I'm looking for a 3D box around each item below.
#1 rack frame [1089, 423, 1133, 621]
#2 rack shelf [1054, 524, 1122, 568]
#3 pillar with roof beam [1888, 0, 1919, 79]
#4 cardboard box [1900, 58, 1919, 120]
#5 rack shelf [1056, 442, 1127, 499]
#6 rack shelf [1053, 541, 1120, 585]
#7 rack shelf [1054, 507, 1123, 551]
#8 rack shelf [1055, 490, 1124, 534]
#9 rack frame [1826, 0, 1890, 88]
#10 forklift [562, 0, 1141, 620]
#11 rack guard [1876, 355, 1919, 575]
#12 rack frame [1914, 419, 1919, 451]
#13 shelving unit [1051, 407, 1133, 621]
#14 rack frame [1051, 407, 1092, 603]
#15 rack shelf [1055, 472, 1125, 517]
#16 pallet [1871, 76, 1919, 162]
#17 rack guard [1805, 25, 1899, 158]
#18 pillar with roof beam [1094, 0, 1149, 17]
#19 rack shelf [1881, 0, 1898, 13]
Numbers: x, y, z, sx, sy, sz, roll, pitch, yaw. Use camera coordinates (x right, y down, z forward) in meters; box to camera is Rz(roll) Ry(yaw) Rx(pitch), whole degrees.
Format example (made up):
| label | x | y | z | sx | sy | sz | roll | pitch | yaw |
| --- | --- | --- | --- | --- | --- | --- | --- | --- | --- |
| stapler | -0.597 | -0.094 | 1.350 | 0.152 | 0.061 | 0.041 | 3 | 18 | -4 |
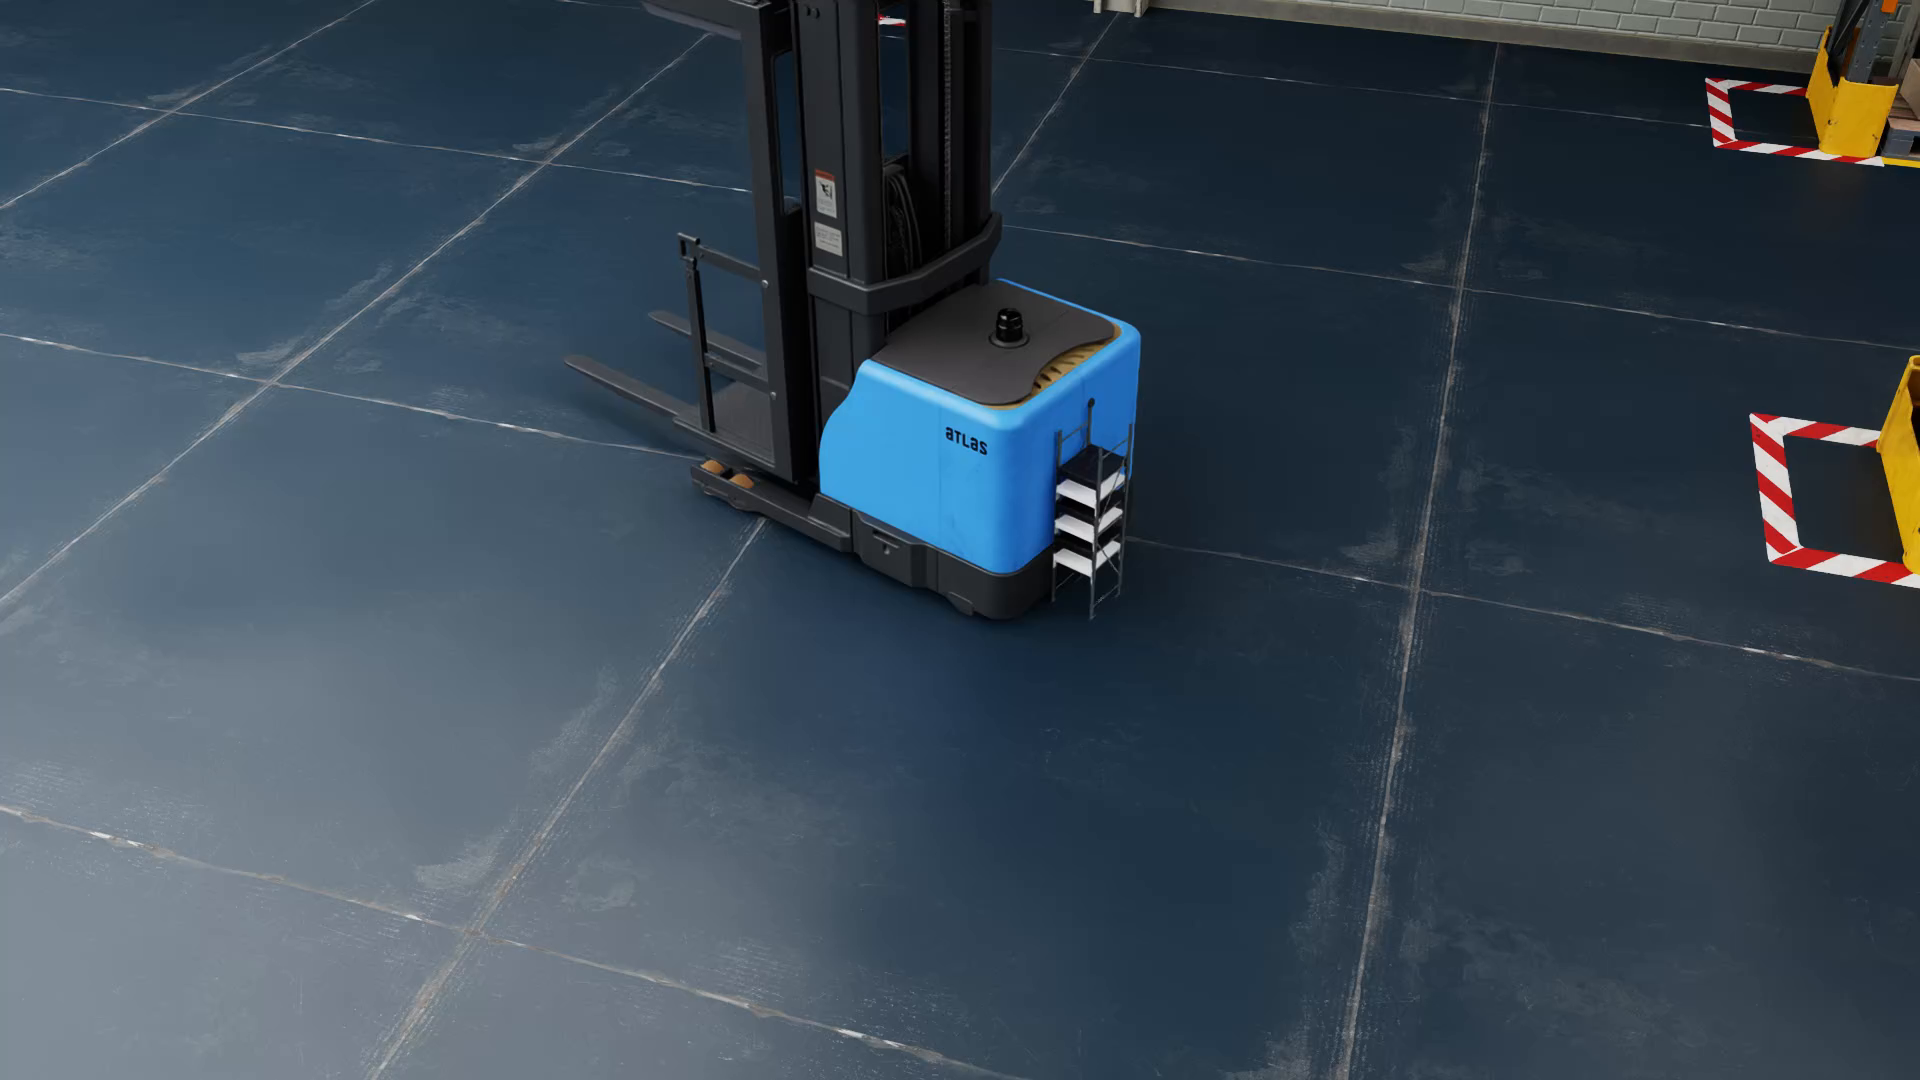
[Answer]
| label | x | y | z | sx | sy | sz | roll | pitch | yaw |
| --- | --- | --- | --- | --- | --- | --- | --- | --- | --- |
| rack frame | 0.640 | -0.067 | 7.081 | 0.006 | 0.900 | 0.240 | 25 | 43 | 30 |
| rack shelf | 0.560 | -0.004 | 7.205 | 0.200 | 0.077 | 0.258 | 25 | 43 | 30 |
| pillar with roof beam | 5.772 | -4.503 | 6.276 | 0.400 | 9.000 | 9.100 | 10 | 38 | 14 |
| cardboard box | 6.763 | -3.078 | 11.298 | 0.500 | 0.311 | 0.500 | 6 | 37 | 9 |
| rack shelf | 0.560 | -0.294 | 6.991 | 0.200 | 0.077 | 0.258 | 25 | 43 | 30 |
| rack shelf | 0.560 | 0.068 | 7.258 | 0.200 | 0.077 | 0.258 | 25 | 43 | 30 |
| rack shelf | 0.560 | -0.077 | 7.151 | 0.200 | 0.077 | 0.258 | 25 | 43 | 30 |
| rack shelf | 0.560 | -0.149 | 7.098 | 0.200 | 0.077 | 0.258 | 25 | 43 | 30 |
| rack frame | 6.130 | -4.157 | 10.867 | 0.127 | 3.000 | 1.000 | 10 | 38 | 14 |
| forklift | -0.673 | -1.549 | 7.382 | 3.031 | 2.935 | 1.130 | 25 | 43 | 30 |
| rack guard | 4.633 | -0.351 | 7.805 | 0.348 | 0.500 | 1.175 | 10 | 38 | 14 |
| rack frame | 4.656 | -1.353 | 7.058 | 0.127 | 3.000 | 1.000 | 10 | 38 | 14 |
| shelving unit | 0.560 | -0.103 | 7.131 | 0.210 | 0.900 | 0.258 | 25 | 43 | 30 |
| rack frame | 0.480 | -0.140 | 7.182 | 0.006 | 0.900 | 0.240 | 25 | 43 | 30 |
| rack shelf | 0.560 | -0.222 | 7.045 | 0.200 | 0.077 | 0.258 | 25 | 43 | 30 |
| pallet | 6.967 | -2.857 | 11.453 | 1.213 | 0.211 | 1.003 | 10 | 38 | 14 |
| rack guard | 6.202 | -3.136 | 11.590 | 0.348 | 0.500 | 1.175 | 10 | 38 | 14 |
| pillar with roof beam | 0.045 | -5.563 | 7.717 | 0.400 | 9.000 | 9.100 | 10 | 38 | 14 |
| rack shelf | 8.039 | -3.513 | 10.600 | 4.000 | 0.370 | 1.077 | 10 | 38 | 14 |
